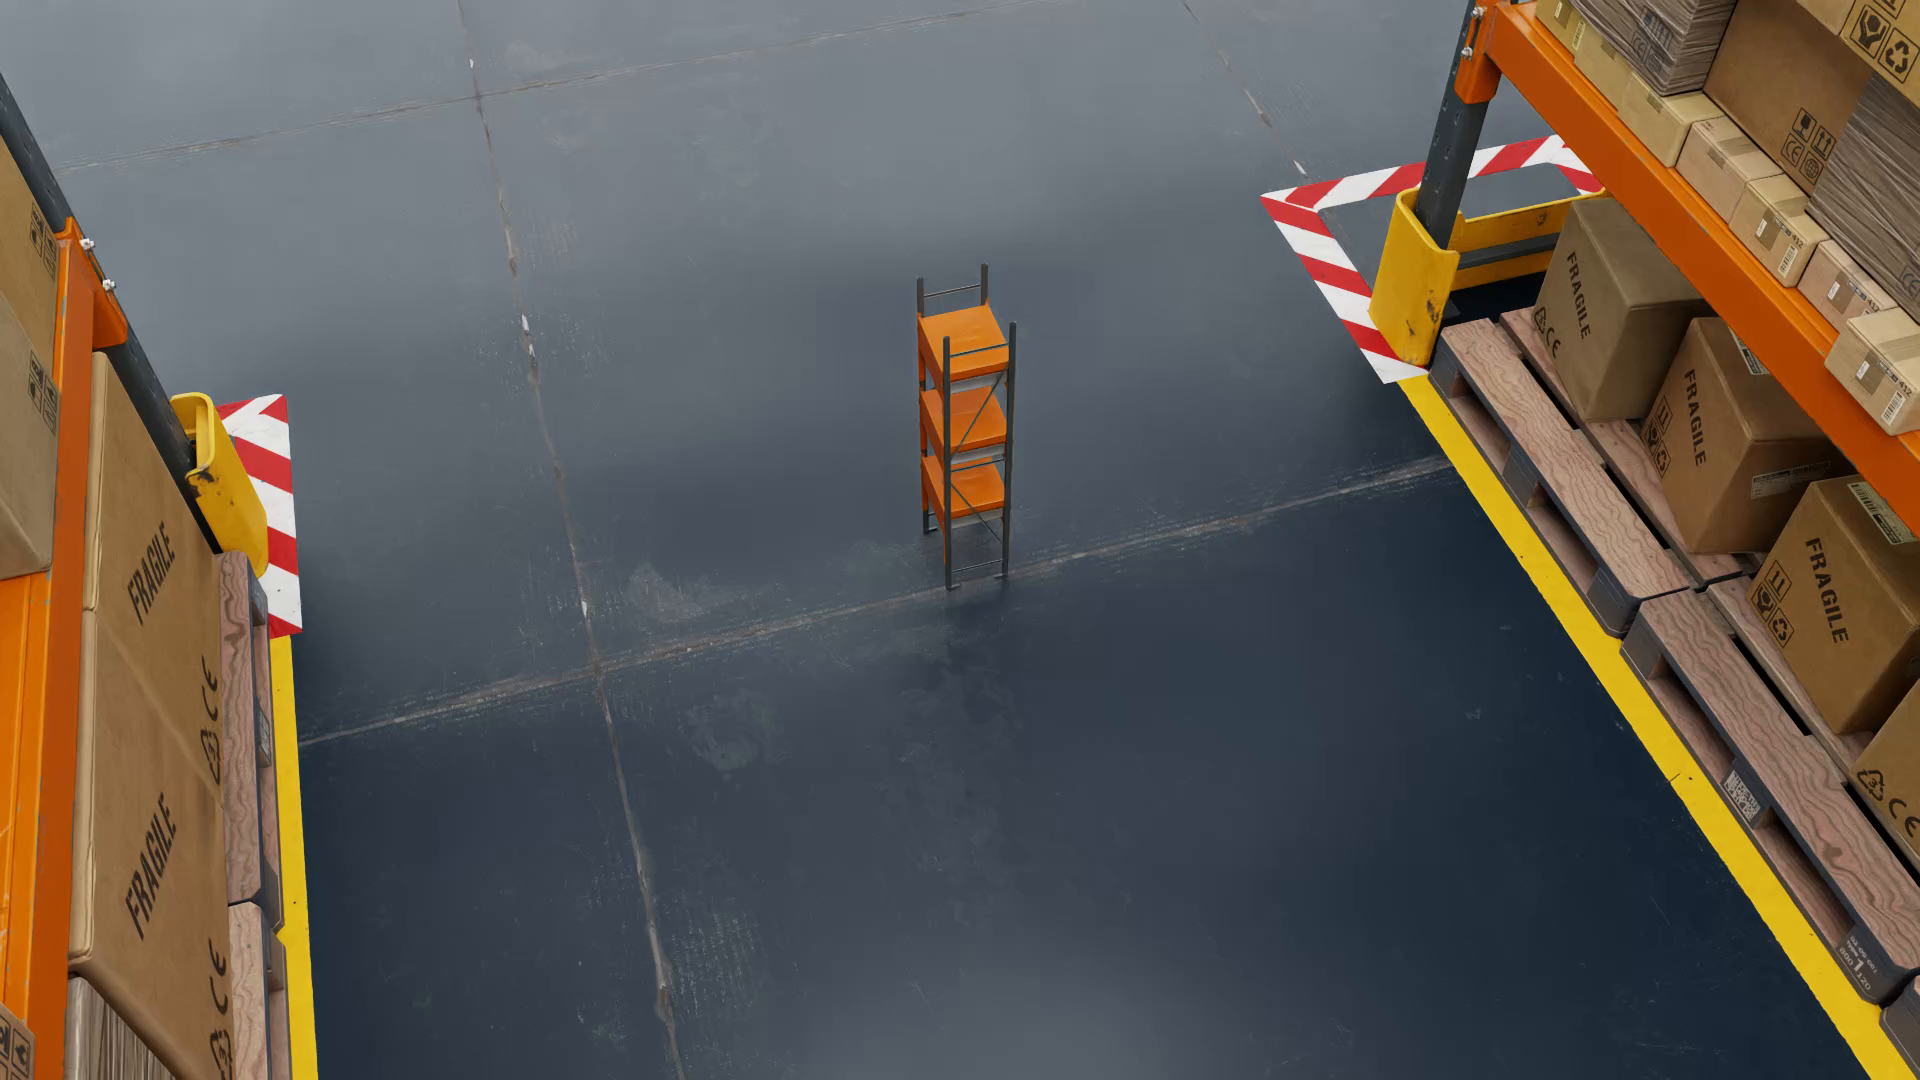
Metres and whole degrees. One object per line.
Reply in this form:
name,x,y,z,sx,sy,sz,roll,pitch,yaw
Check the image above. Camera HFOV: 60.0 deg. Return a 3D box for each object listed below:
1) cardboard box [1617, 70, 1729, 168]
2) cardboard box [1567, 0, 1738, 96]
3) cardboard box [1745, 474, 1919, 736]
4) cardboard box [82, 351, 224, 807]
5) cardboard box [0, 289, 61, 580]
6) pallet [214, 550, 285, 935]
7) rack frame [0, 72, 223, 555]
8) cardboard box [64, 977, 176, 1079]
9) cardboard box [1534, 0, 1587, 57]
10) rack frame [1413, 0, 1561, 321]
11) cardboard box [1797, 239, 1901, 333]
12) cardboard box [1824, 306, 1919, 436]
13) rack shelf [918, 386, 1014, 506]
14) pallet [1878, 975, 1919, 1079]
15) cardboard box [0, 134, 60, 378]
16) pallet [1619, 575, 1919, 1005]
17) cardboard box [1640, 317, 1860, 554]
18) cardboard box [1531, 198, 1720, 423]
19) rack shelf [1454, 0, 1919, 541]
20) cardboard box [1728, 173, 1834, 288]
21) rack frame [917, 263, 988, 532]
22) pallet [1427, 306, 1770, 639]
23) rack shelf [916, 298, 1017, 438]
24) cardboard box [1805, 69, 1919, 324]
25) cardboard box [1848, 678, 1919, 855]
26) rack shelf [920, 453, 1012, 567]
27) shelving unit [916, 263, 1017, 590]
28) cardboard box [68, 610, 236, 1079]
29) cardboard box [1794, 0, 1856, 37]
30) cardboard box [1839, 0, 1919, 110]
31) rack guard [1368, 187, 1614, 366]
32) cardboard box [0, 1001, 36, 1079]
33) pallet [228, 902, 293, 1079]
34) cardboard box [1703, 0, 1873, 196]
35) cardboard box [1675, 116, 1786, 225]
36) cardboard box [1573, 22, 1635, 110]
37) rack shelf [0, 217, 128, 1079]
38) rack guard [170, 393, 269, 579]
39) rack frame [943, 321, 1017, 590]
cardboard box,1.999,-1.154,4.426,0.380,0.149,0.250,-13,51,-11
cardboard box,2.163,-1.591,4.369,0.875,0.500,0.500,-13,51,-11
cardboard box,2.572,0.150,4.522,0.500,0.500,0.500,-9,50,-8
cardboard box,-2.477,0.207,4.229,0.875,0.875,0.875,-13,51,-11
cardboard box,-2.404,-0.214,3.370,0.875,0.550,0.550,-13,51,-11
pallet,-2.430,0.642,4.571,1.003,0.211,1.213,-13,51,-11
rack frame,-2.741,-0.823,3.982,1.000,3.000,0.127,-13,51,-11
cardboard box,-1.947,1.515,3.126,0.875,0.875,0.875,-13,51,-11
cardboard box,1.884,-1.527,4.740,0.380,0.149,0.250,-13,51,-11
rack frame,2.027,-1.870,4.865,1.000,3.000,0.127,-13,51,-11
cardboard box,2.260,-0.616,3.972,0.380,0.149,0.250,-13,51,-11
cardboard box,2.235,-0.410,3.798,0.380,0.149,0.250,-13,51,-11
rack shelf,0.016,-0.292,4.824,0.215,0.259,0.240,-13,51,-11
pallet,2.978,1.467,3.875,1.003,0.211,1.213,-13,51,-11
cardboard box,-2.588,-0.610,3.705,0.875,0.550,0.550,-13,51,-11
pallet,2.613,0.575,4.627,1.003,0.211,1.213,-13,51,-11
cardboard box,2.405,-0.311,4.911,0.500,0.500,0.500,-2,50,-1
cardboard box,2.196,-0.740,5.272,0.500,0.500,0.500,-5,50,-4
rack shelf,2.619,-0.178,3.909,1.077,0.370,4.000,-13,51,-11
cardboard box,2.160,-0.792,4.120,0.380,0.149,0.250,-13,51,-11
rack frame,-0.020,-0.388,4.891,0.200,1.050,0.008,-13,51,-11
pallet,2.256,-0.315,5.377,1.003,0.211,1.213,-13,51,-11
rack shelf,0.016,-0.475,4.607,0.215,0.259,0.240,-13,51,-11
cardboard box,2.533,-0.878,3.768,0.875,0.500,0.500,-13,51,-11
cardboard box,2.695,0.568,4.170,0.500,0.500,0.500,-17,52,-14
rack shelf,0.016,-0.113,5.036,0.215,0.259,0.240,-13,51,-11
shelving unit,0.016,-0.299,4.816,0.215,1.050,0.252,-13,51,-11
cardboard box,-2.215,0.849,3.687,0.875,0.875,0.875,-14,51,-12
cardboard box,2.071,-1.491,3.631,0.500,0.500,0.500,-13,51,-11
cardboard box,2.220,-1.126,3.323,0.500,0.500,0.500,-13,51,-11
rack guard,2.050,-1.009,5.774,1.175,0.500,0.348,-13,51,-11
cardboard box,-1.910,0.966,2.376,0.875,0.550,0.550,-13,51,-11
pallet,-2.073,1.532,3.821,1.003,0.211,1.213,-13,51,-11
cardboard box,2.426,-1.253,4.084,0.875,0.500,0.500,-13,51,-11
cardboard box,2.093,-0.977,4.276,0.380,0.149,0.250,-13,51,-11
cardboard box,1.939,-1.340,4.582,0.380,0.149,0.250,-13,51,-11
rack shelf,-2.150,0.870,3.025,1.077,0.370,4.000,-13,51,-11
rack guard,-2.748,-0.035,4.952,1.175,0.500,0.348,-13,51,-11
rack frame,0.052,-0.210,4.741,0.200,1.050,0.008,-13,51,-11
